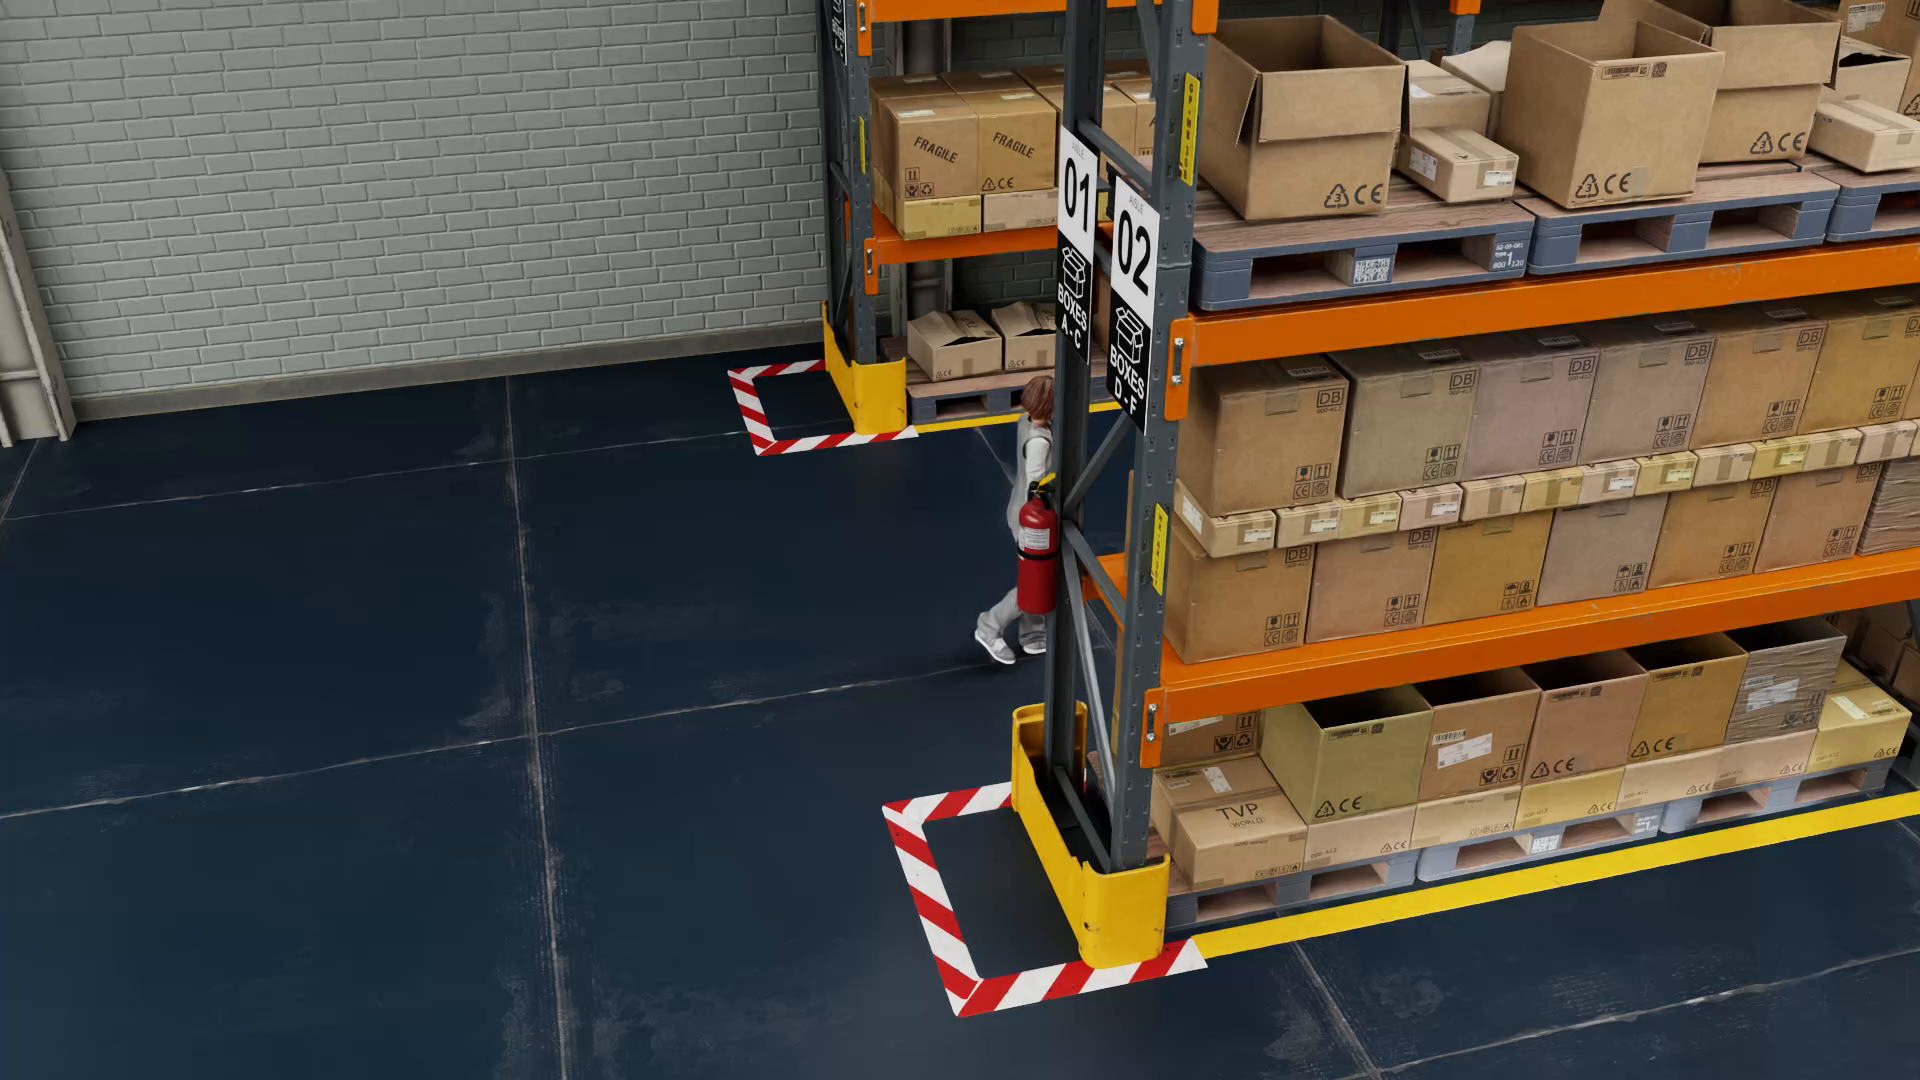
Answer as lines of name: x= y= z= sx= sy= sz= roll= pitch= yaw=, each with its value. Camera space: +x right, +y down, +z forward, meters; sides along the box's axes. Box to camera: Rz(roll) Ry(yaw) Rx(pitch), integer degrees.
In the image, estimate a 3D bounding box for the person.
person: x=0.339 y=-0.092 z=8.383 sx=0.526 sy=1.597 sz=0.436 roll=1 pitch=31 yaw=1
